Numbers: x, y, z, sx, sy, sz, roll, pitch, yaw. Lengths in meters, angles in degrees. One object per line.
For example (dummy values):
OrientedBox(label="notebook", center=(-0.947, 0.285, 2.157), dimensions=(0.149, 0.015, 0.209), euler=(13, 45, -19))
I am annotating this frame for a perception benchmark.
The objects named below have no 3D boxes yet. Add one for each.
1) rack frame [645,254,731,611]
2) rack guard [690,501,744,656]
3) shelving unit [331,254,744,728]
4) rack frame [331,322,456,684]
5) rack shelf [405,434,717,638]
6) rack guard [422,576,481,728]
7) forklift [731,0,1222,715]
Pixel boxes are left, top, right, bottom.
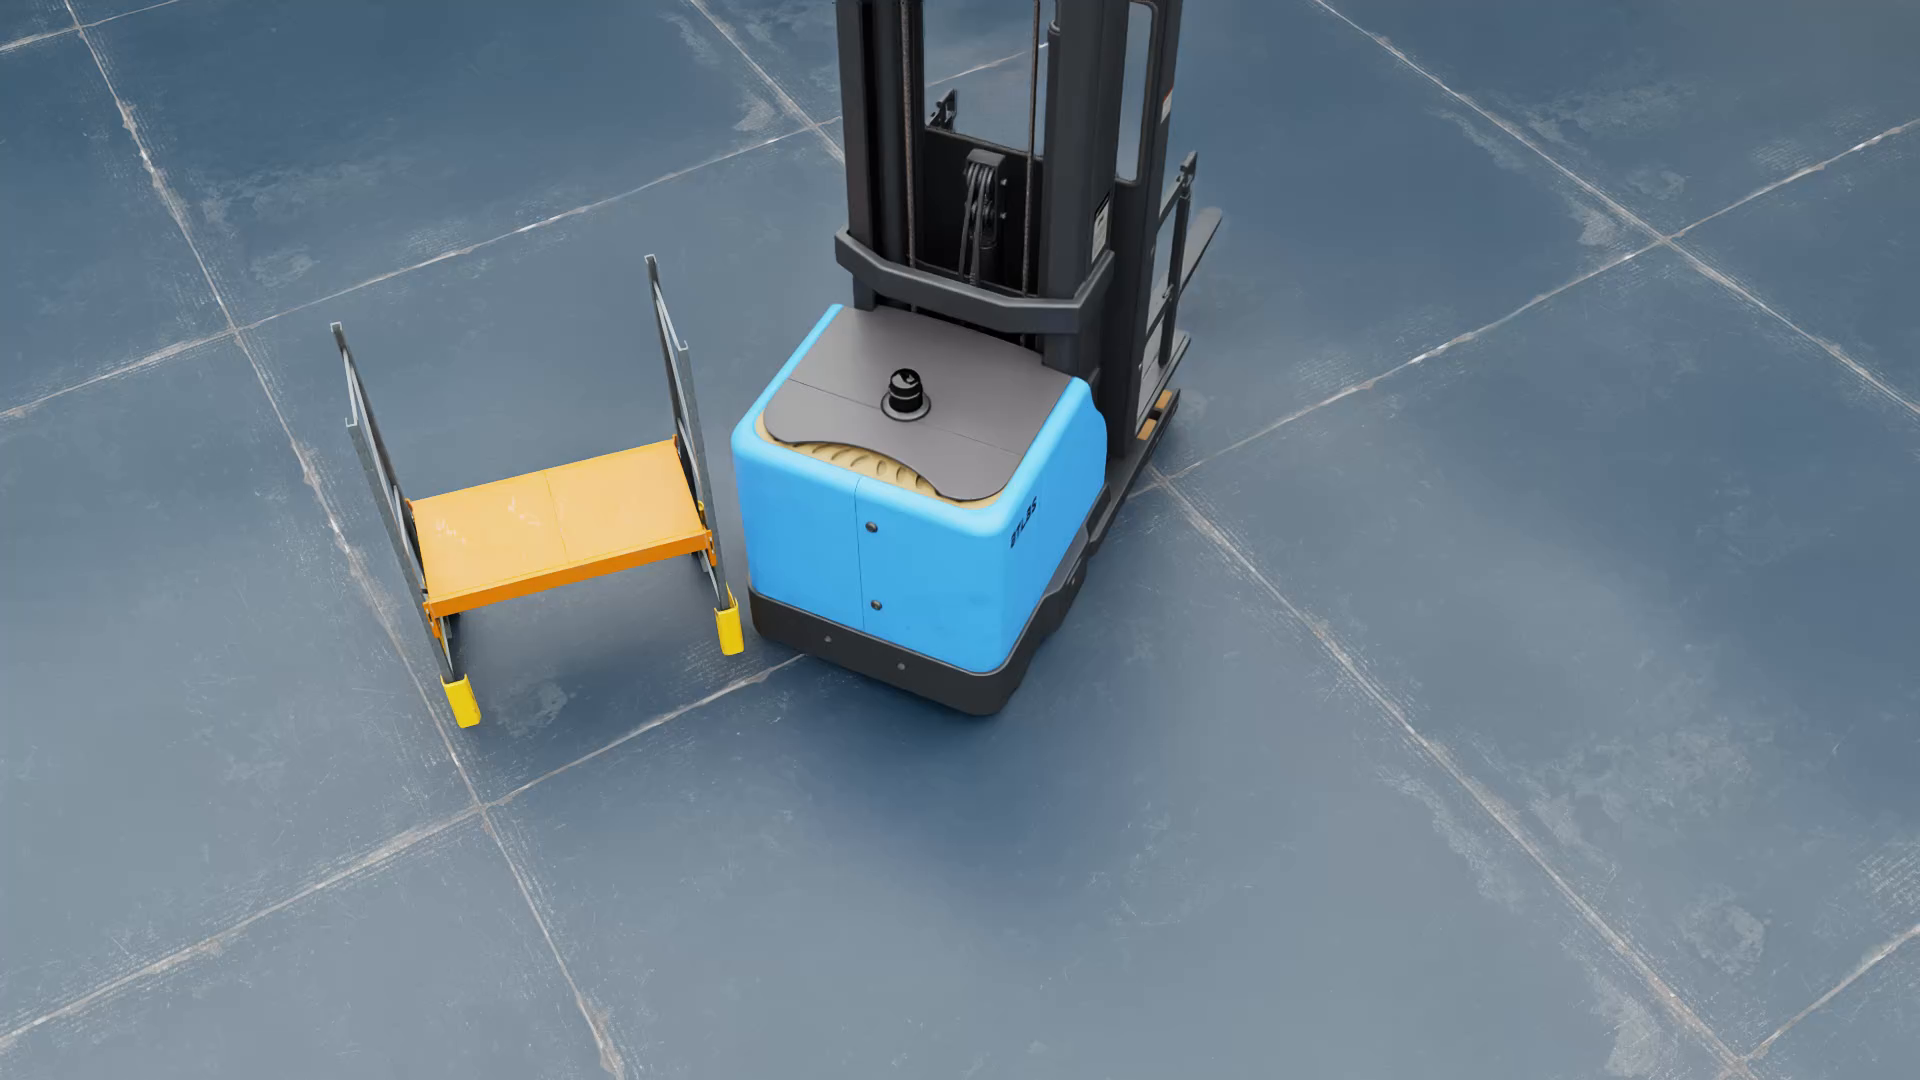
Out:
OrientedBox(label="rack frame", center=(-0.951, -0.274, 5.935), dimensions=(0.032, 1.500, 0.500), euler=(-15, 50, -13))
OrientedBox(label="rack guard", center=(-0.952, 0.142, 6.401), dimensions=(0.087, 0.250, 0.587), euler=(-15, 50, -13))
OrientedBox(label="shelving unit", center=(-1.421, -0.149, 5.823), dimensions=(1.083, 1.500, 0.587), euler=(-15, 50, -13))
OrientedBox(label="rack frame", center=(-1.909, -0.019, 5.708), dimensions=(0.032, 1.500, 0.500), euler=(-15, 50, -13))
OrientedBox(label="rack shelf", center=(-1.430, -0.027, 5.956), dimensions=(1.000, 0.185, 0.538), euler=(-15, 50, -13))
OrientedBox(label="rack guard", center=(-1.891, 0.391, 6.179), dimensions=(0.087, 0.250, 0.587), euler=(-15, 50, -13))
OrientedBox(label="forklift", center=(0.286, -1.454, 6.028), dimensions=(1.130, 2.935, 3.031), euler=(19, 51, 16))
